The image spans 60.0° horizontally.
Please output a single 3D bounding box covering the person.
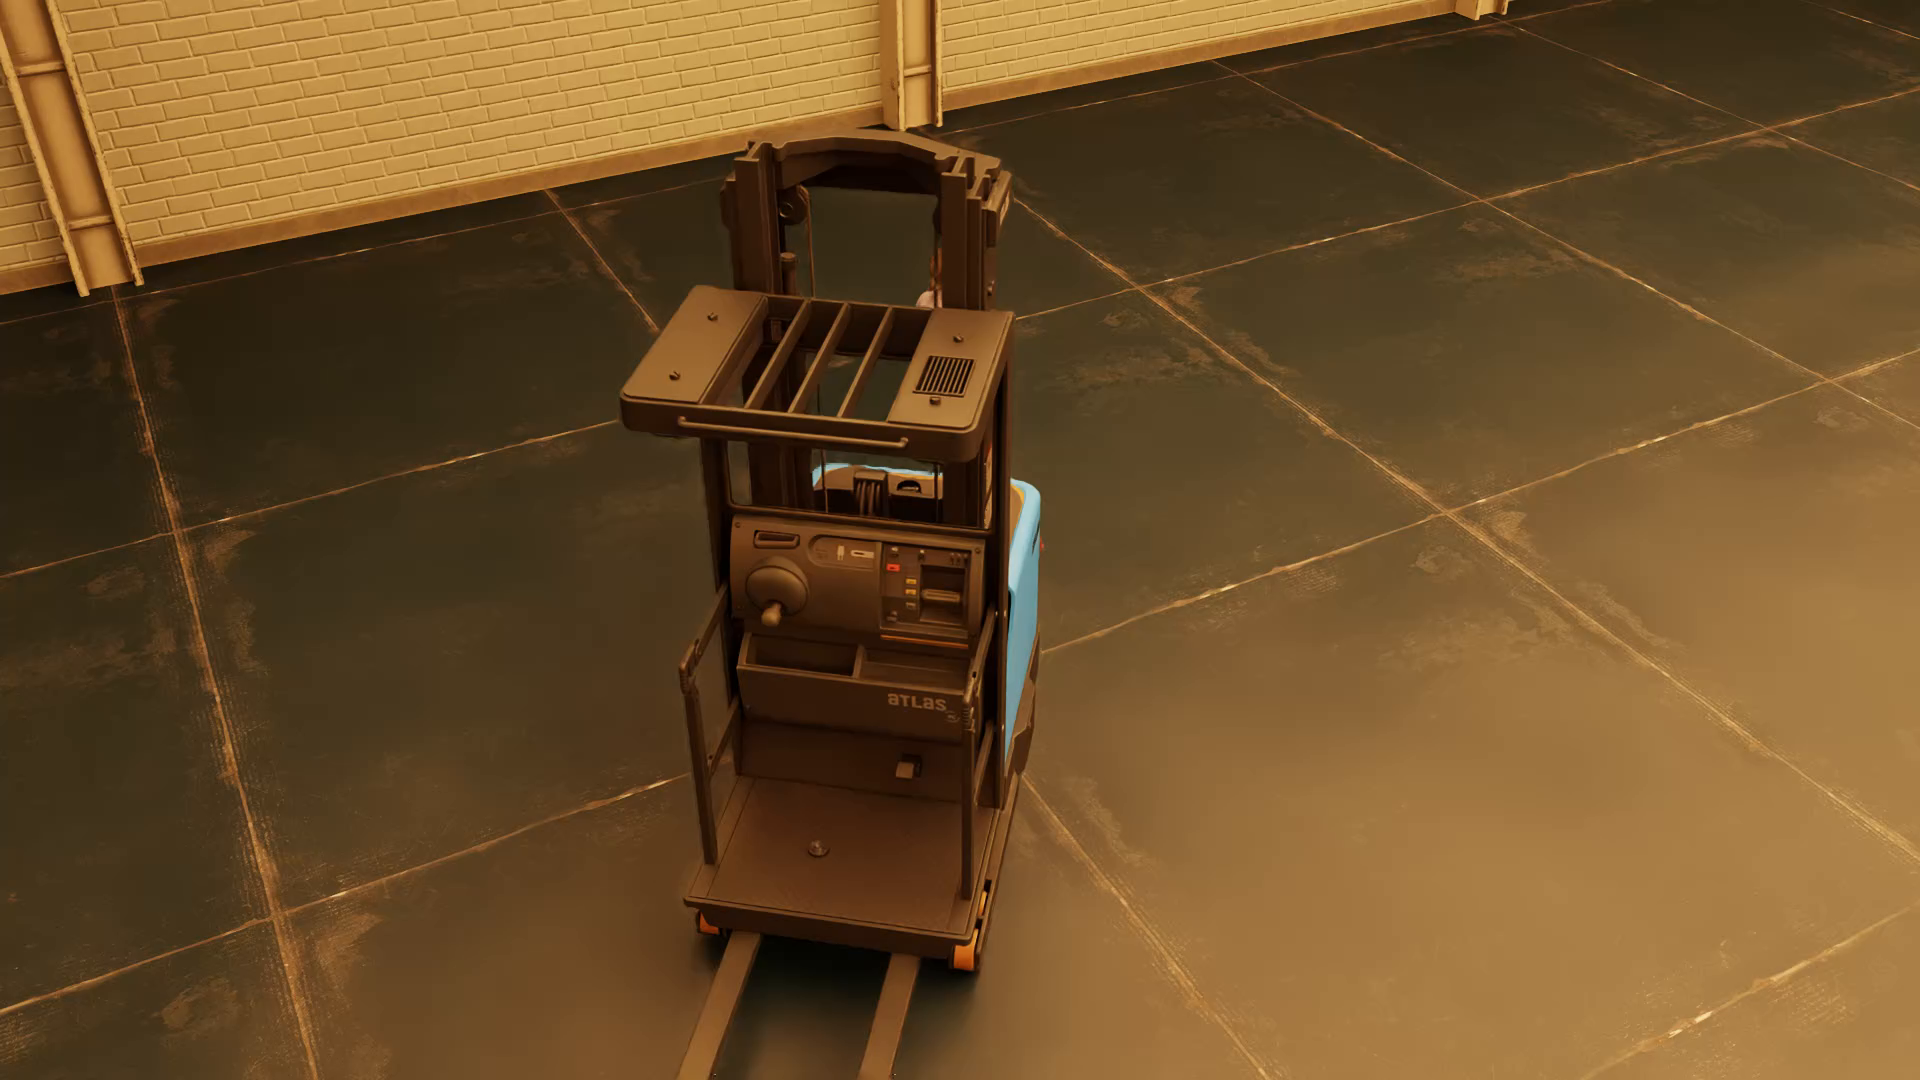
[{"bbox_3d":[0.090,-0.687,8.203,0.502,1.641,0.598,-17,39,-23],"label":"person"}]

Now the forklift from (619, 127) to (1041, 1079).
[{"bbox_3d":[-0.411,0.213,5.822,1.130,2.935,3.031,6,36,8],"label":"forklift"}]
